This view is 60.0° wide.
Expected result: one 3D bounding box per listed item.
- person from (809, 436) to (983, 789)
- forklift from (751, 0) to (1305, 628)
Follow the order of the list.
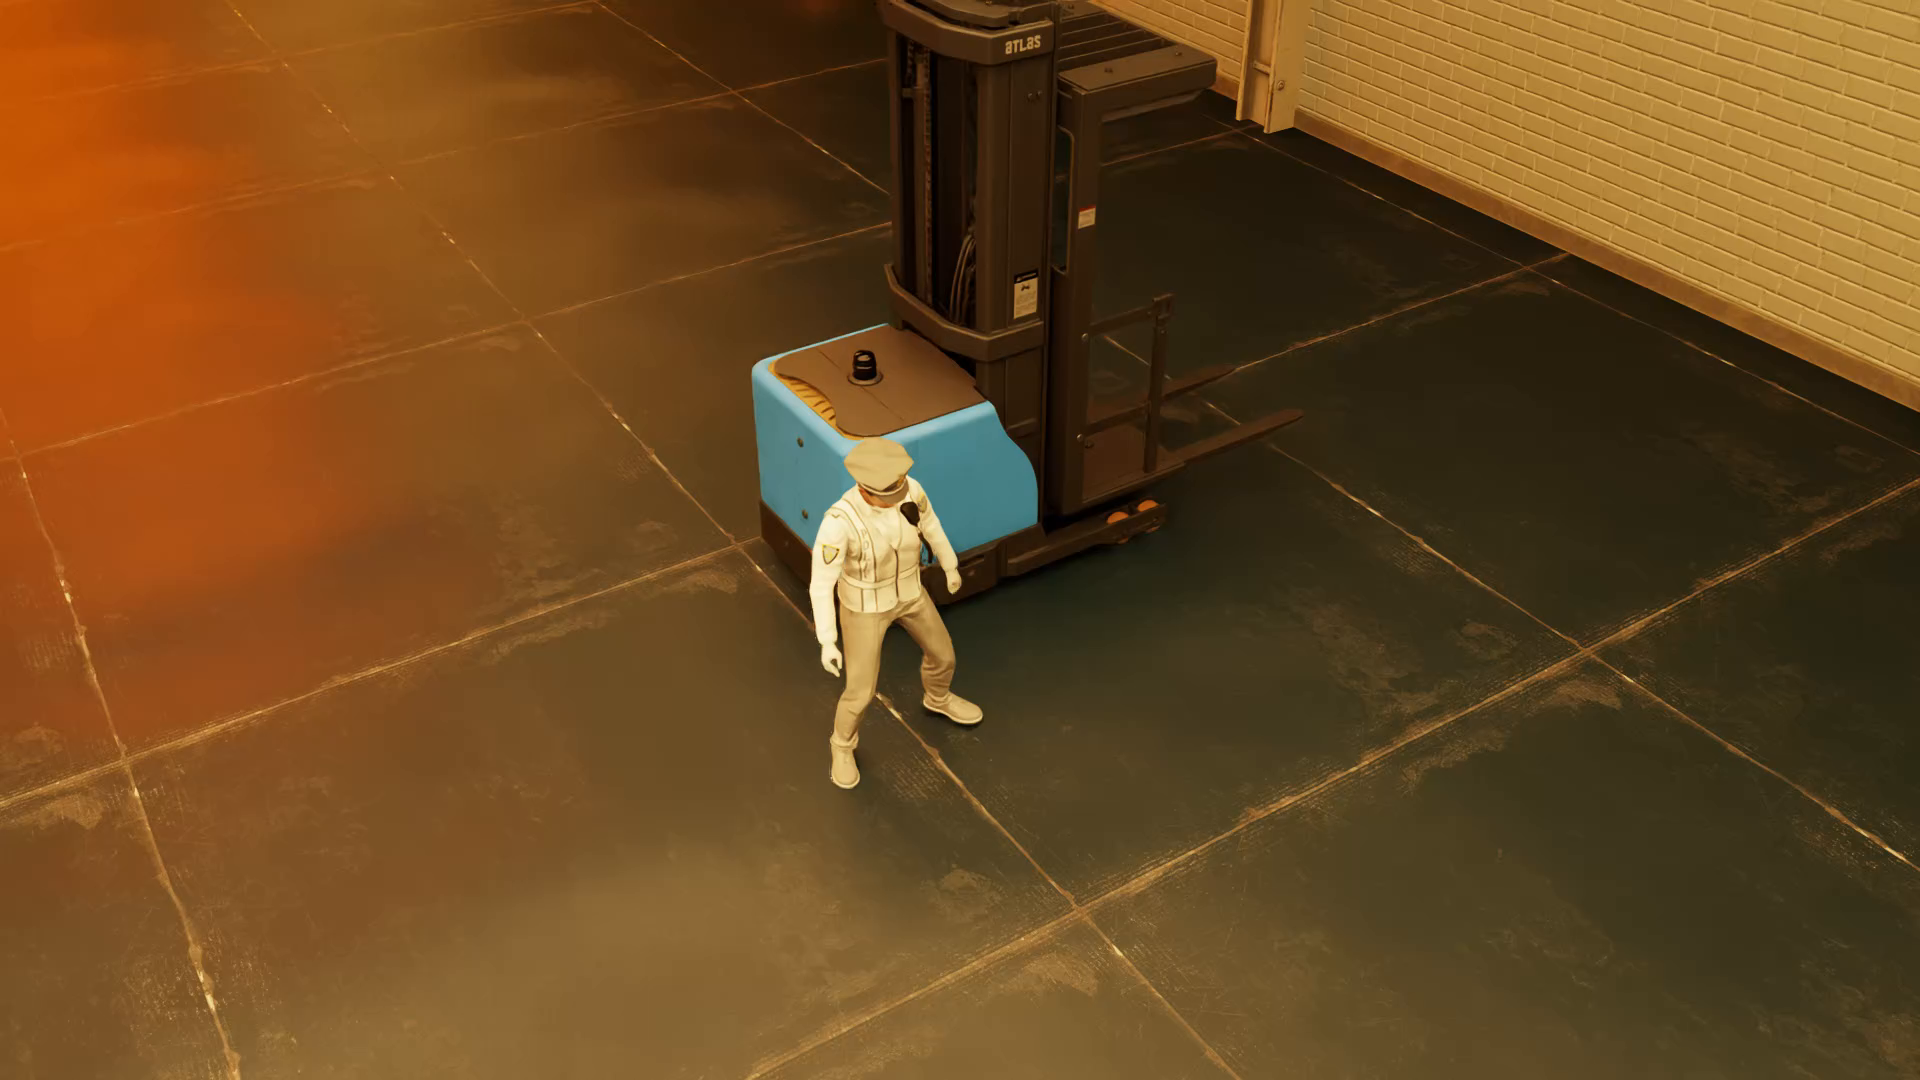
[{"bbox_3d":[-0.280,0.262,6.920,0.849,1.626,0.400,-23,41,-30],"label":"person"},{"bbox_3d":[0.485,-1.414,8.160,3.031,2.935,1.130,-21,40,-27],"label":"forklift"}]
